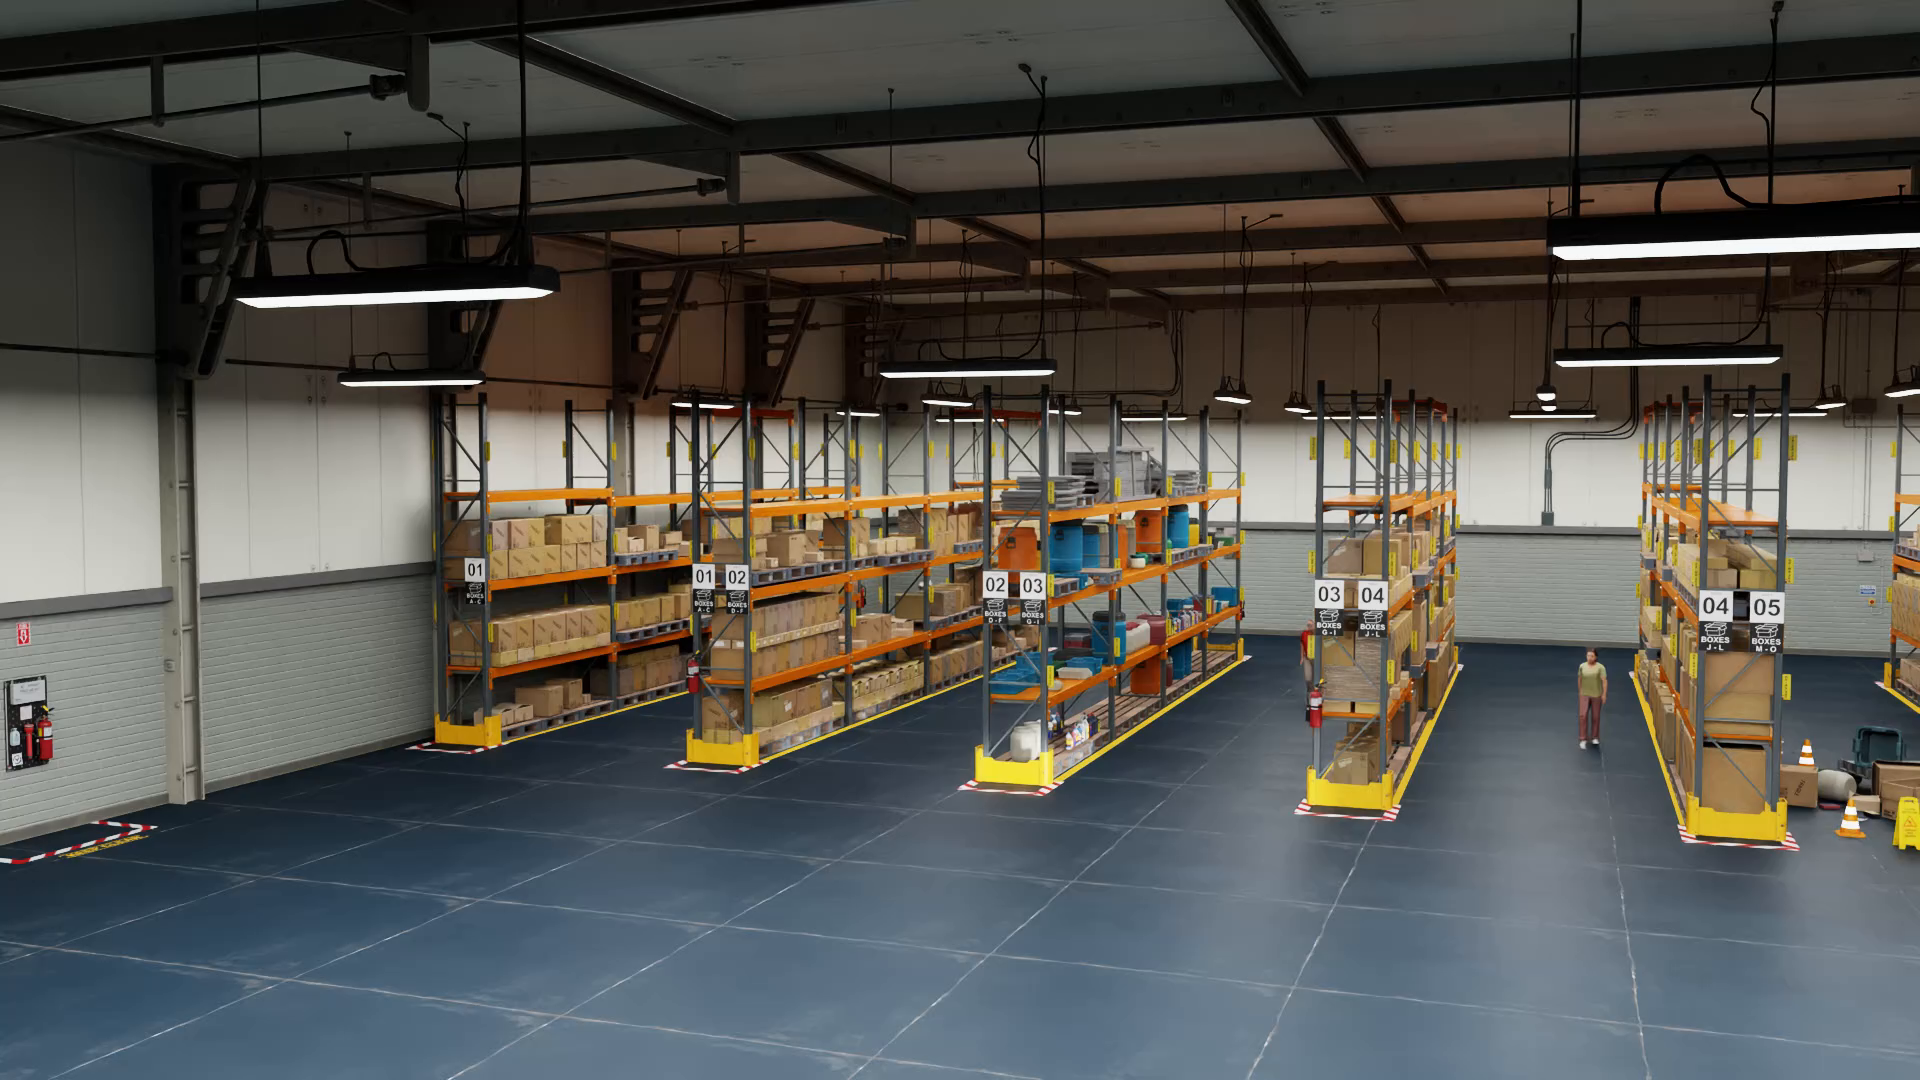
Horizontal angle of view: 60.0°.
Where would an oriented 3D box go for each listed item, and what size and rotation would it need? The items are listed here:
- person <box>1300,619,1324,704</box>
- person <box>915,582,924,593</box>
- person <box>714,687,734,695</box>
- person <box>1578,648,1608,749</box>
[{"bbox_3d":[7.081,2.397,33.063,0.598,1.707,0.632,2,4,30],"label":"person"},{"bbox_3d":[-0.902,1.893,42.773,0.702,1.668,0.696,2,3,29],"label":"person"},{"bbox_3d":[-4.639,2.419,32.719,0.493,1.632,0.941,0,3,-5],"label":"person"},{"bbox_3d":[10.713,2.665,28.195,0.492,1.682,0.681,2,3,29],"label":"person"}]
